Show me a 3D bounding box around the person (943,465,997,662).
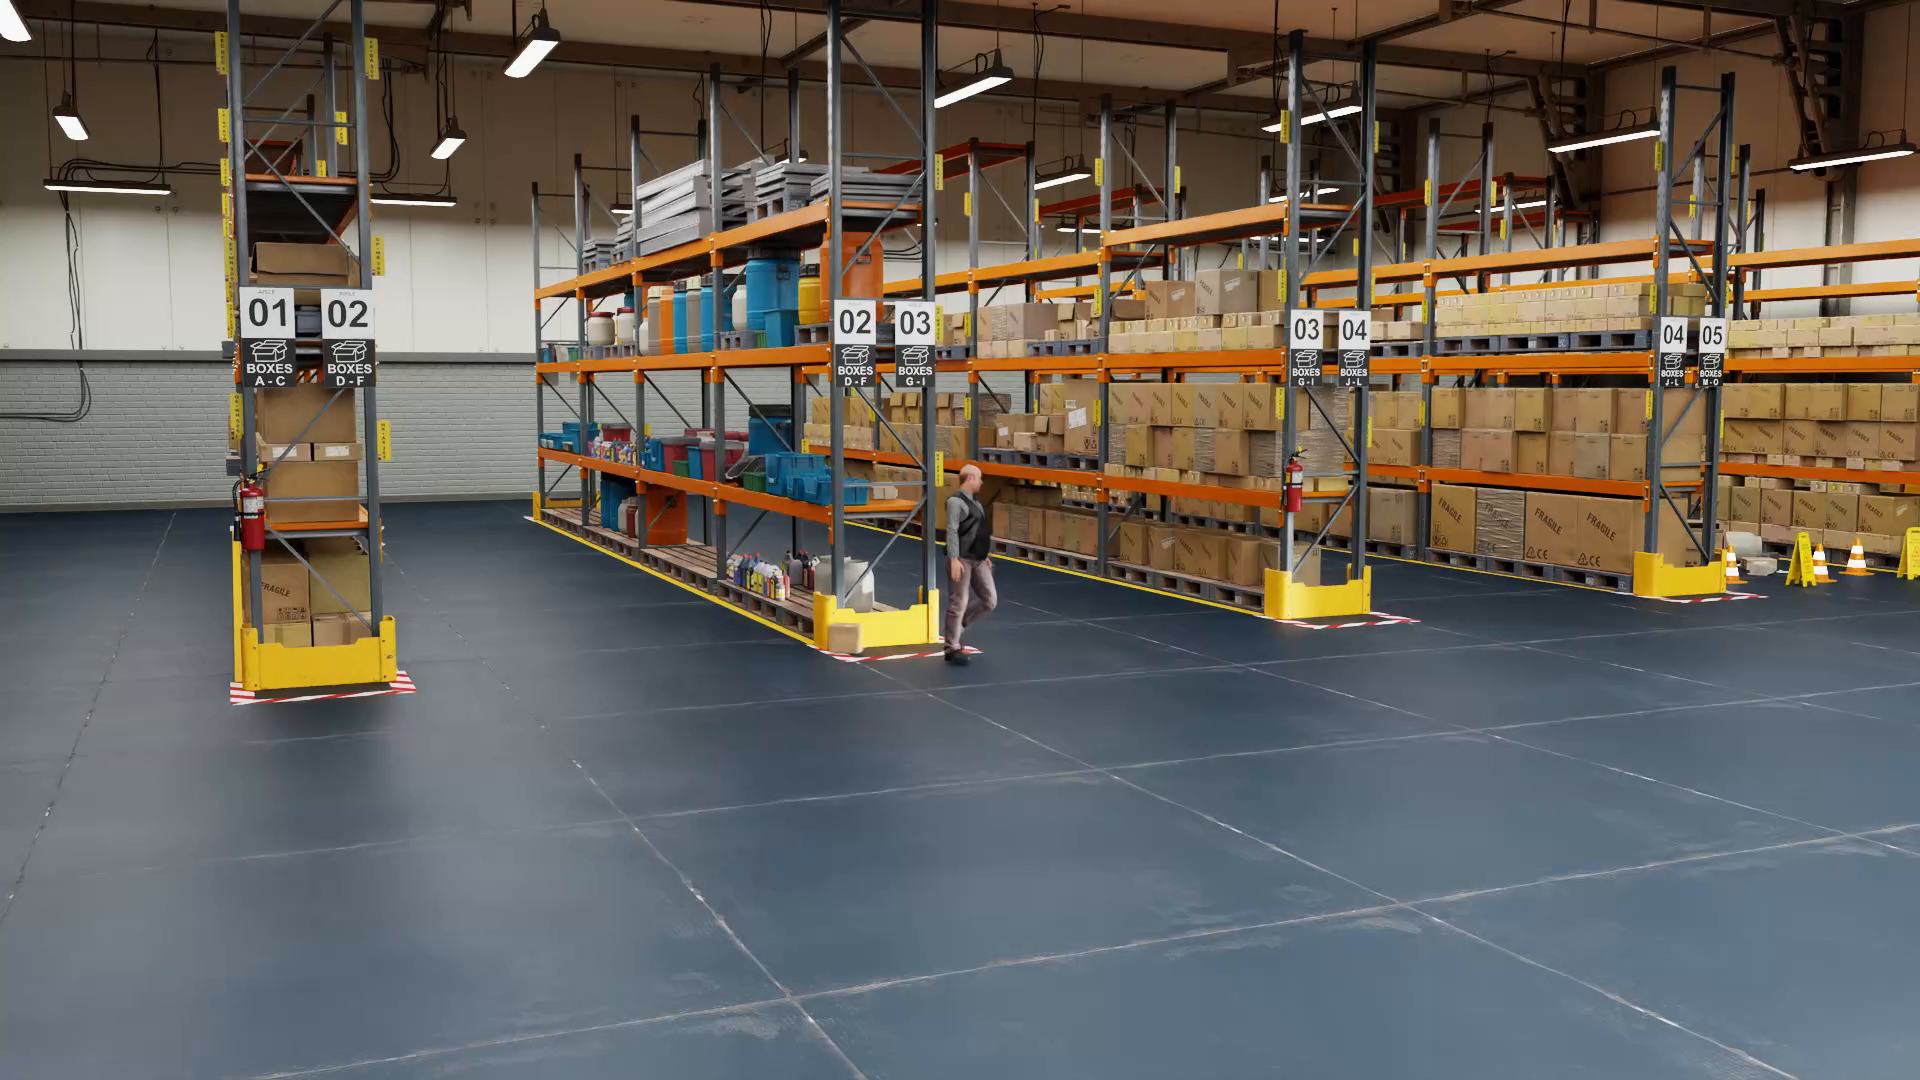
[{"bbox_3d":[0.035,0.192,14.673,0.483,1.709,0.617,3,6,27],"label":"person"}]
